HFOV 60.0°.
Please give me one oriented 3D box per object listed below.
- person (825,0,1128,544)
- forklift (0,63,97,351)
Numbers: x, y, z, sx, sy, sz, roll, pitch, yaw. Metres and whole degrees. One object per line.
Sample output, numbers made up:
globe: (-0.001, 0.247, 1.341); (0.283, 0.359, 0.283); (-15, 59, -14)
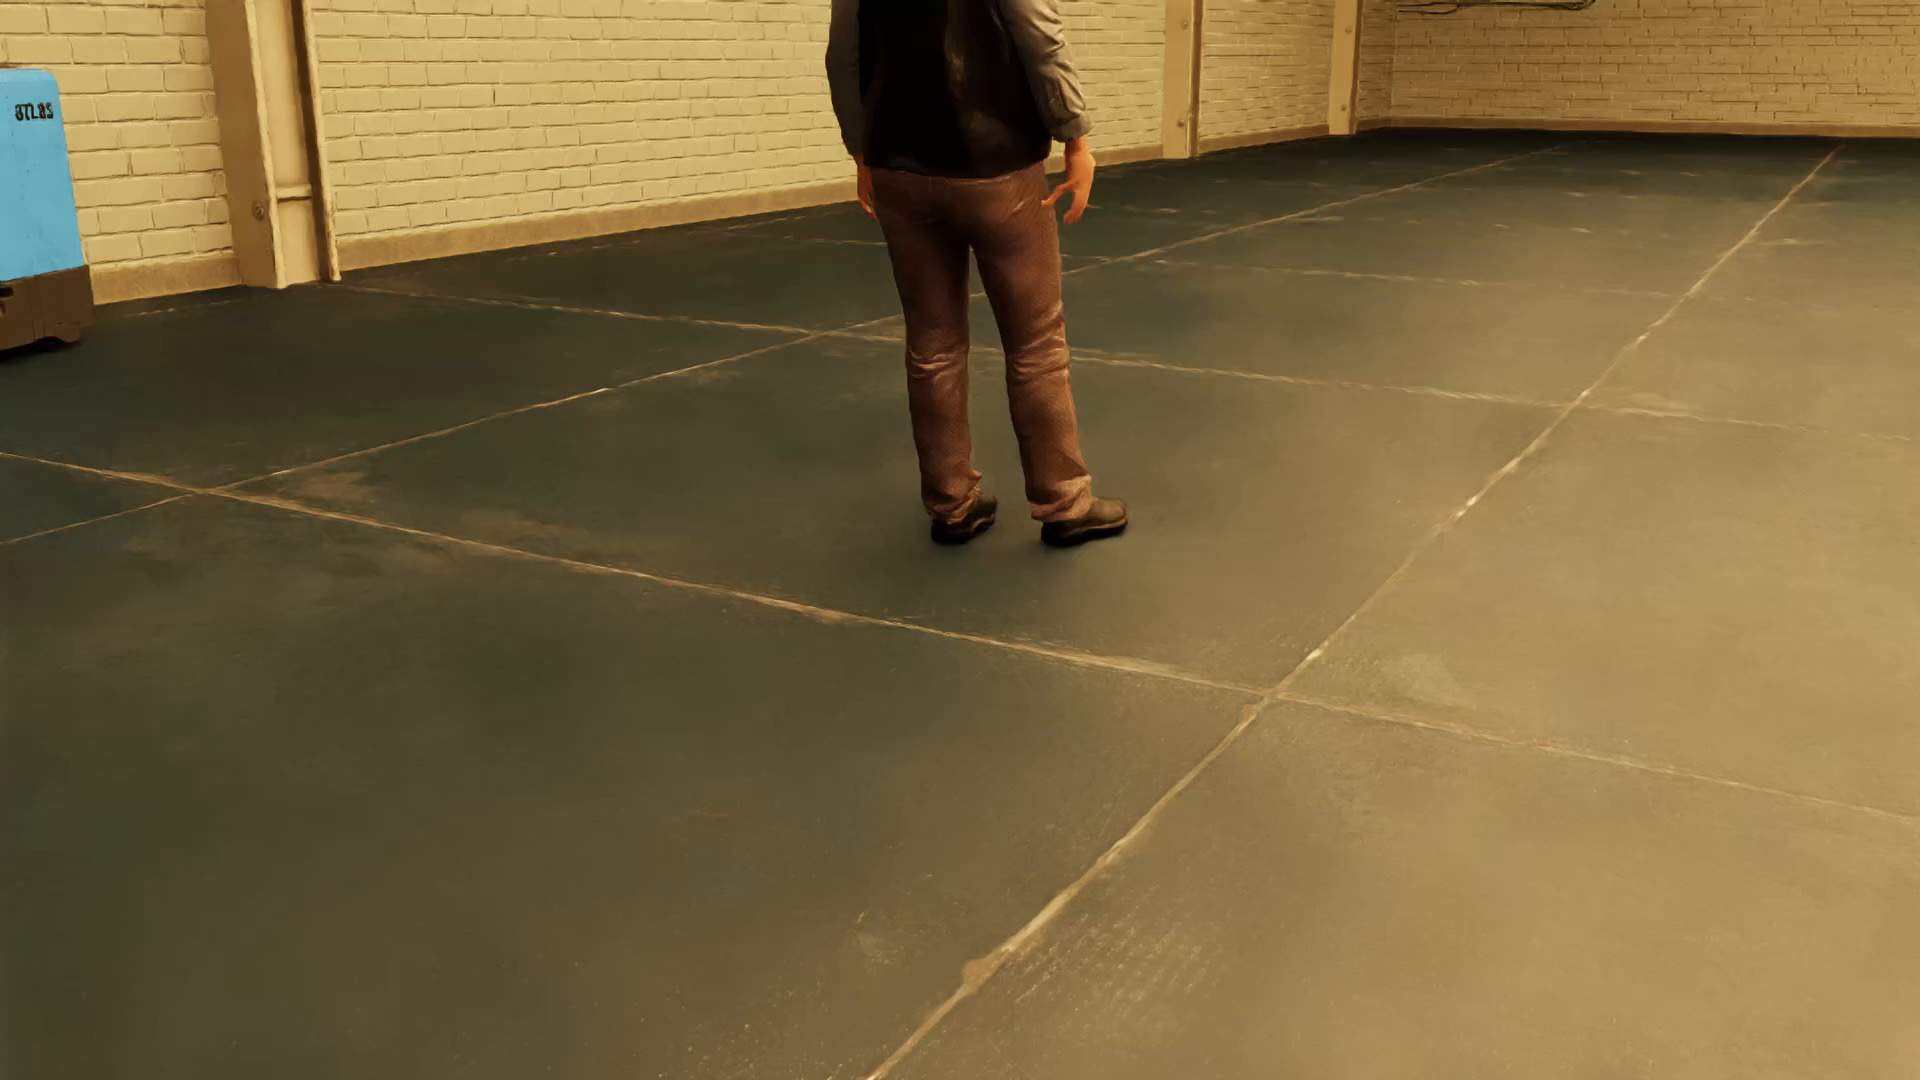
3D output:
person: (0.038, -0.847, 3.844); (0.632, 1.720, 0.567); (9, 19, 28)
forklift: (-4.251, -1.829, 5.064); (1.130, 2.935, 3.031); (3, 17, 9)
